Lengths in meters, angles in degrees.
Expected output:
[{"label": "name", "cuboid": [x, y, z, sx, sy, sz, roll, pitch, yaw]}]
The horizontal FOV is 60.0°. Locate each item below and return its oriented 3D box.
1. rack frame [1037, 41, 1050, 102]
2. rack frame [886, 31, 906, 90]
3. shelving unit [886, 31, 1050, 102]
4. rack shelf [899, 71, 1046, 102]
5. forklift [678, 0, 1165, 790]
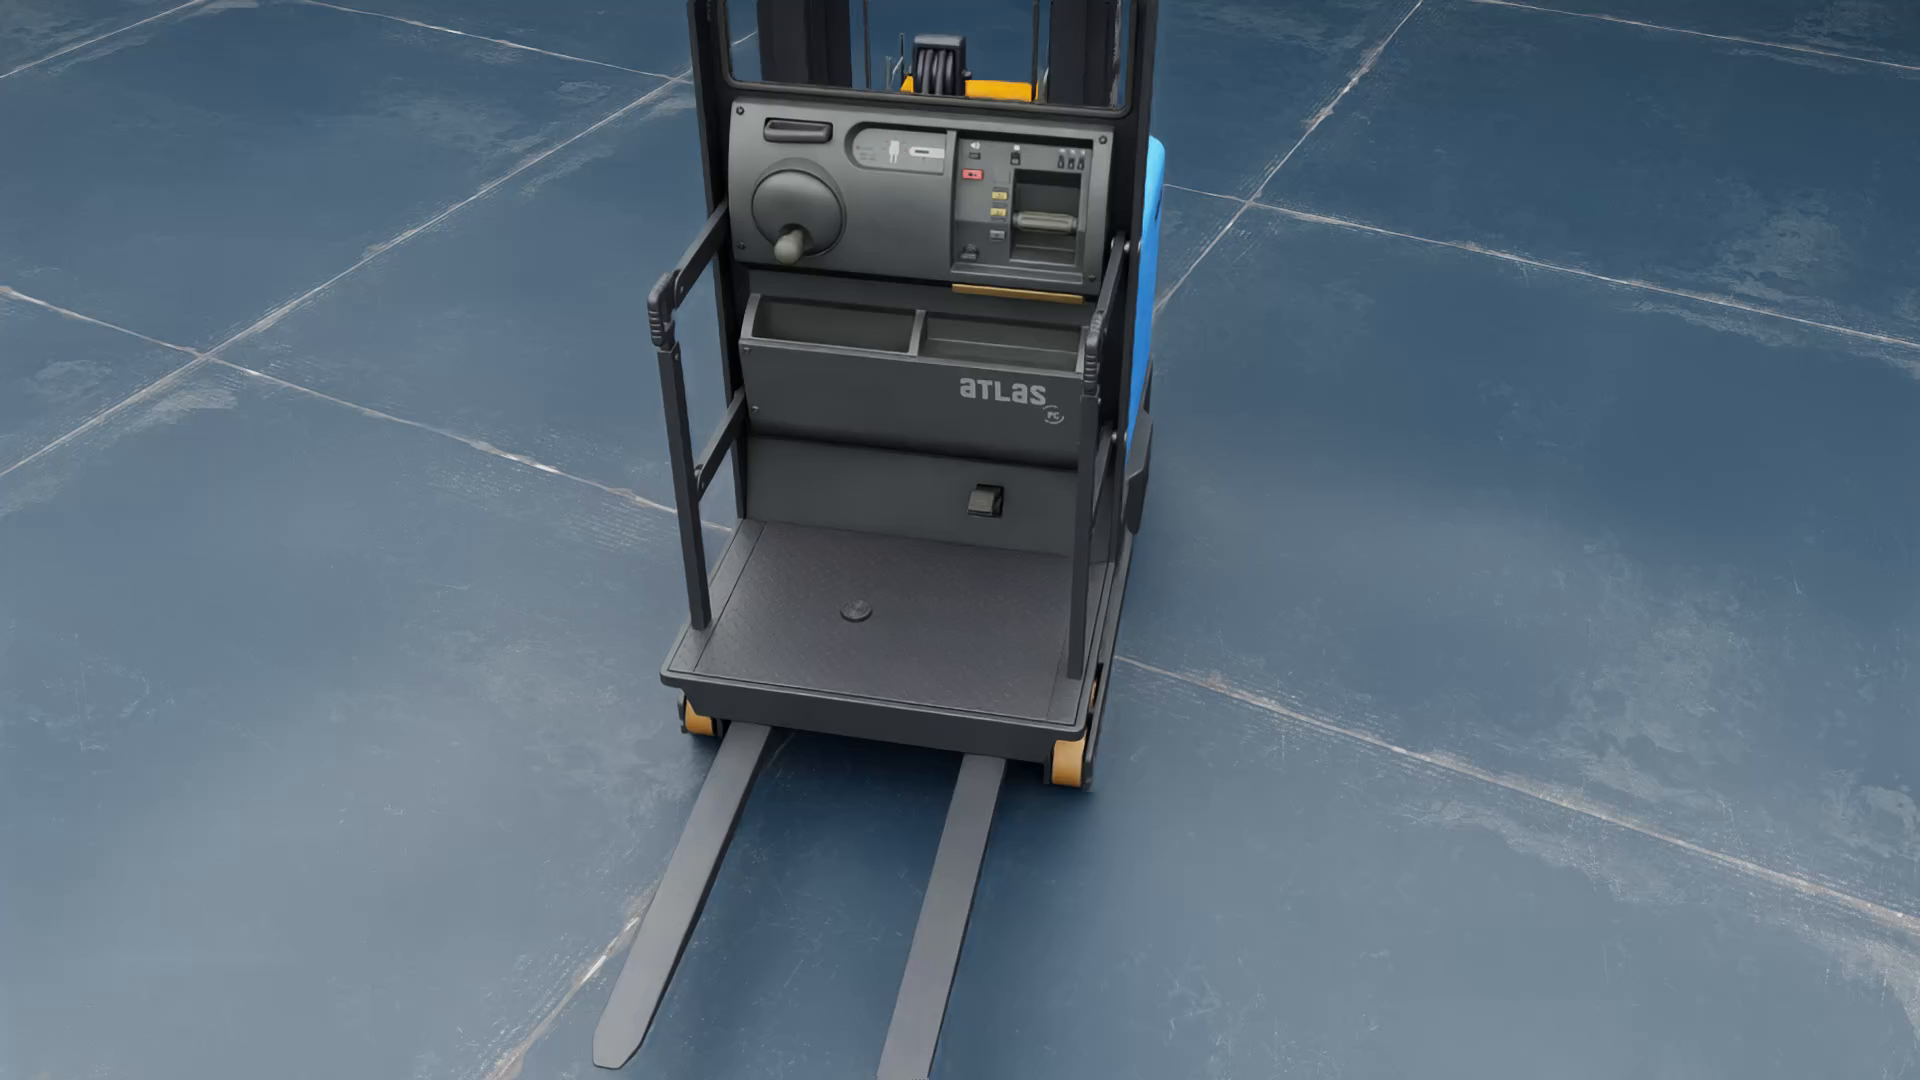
[{"label": "rack frame", "cuboid": [0.271, -1.064, 5.652, 0.015, 1.200, 0.240, 6, 36, 8]}, {"label": "rack frame", "cuboid": [-0.210, -1.116, 5.720, 0.015, 1.200, 0.240, 6, 36, 8]}, {"label": "shelving unit", "cuboid": [0.031, -1.090, 5.686, 0.503, 1.200, 0.258, 6, 36, 8]}, {"label": "rack shelf", "cuboid": [0.033, -1.411, 5.459, 0.480, 0.148, 0.258, 6, 36, 8]}, {"label": "forklift", "cuboid": [-0.036, -1.060, 4.275, 1.129, 2.867, 1.939, 7, 38, 9]}]
